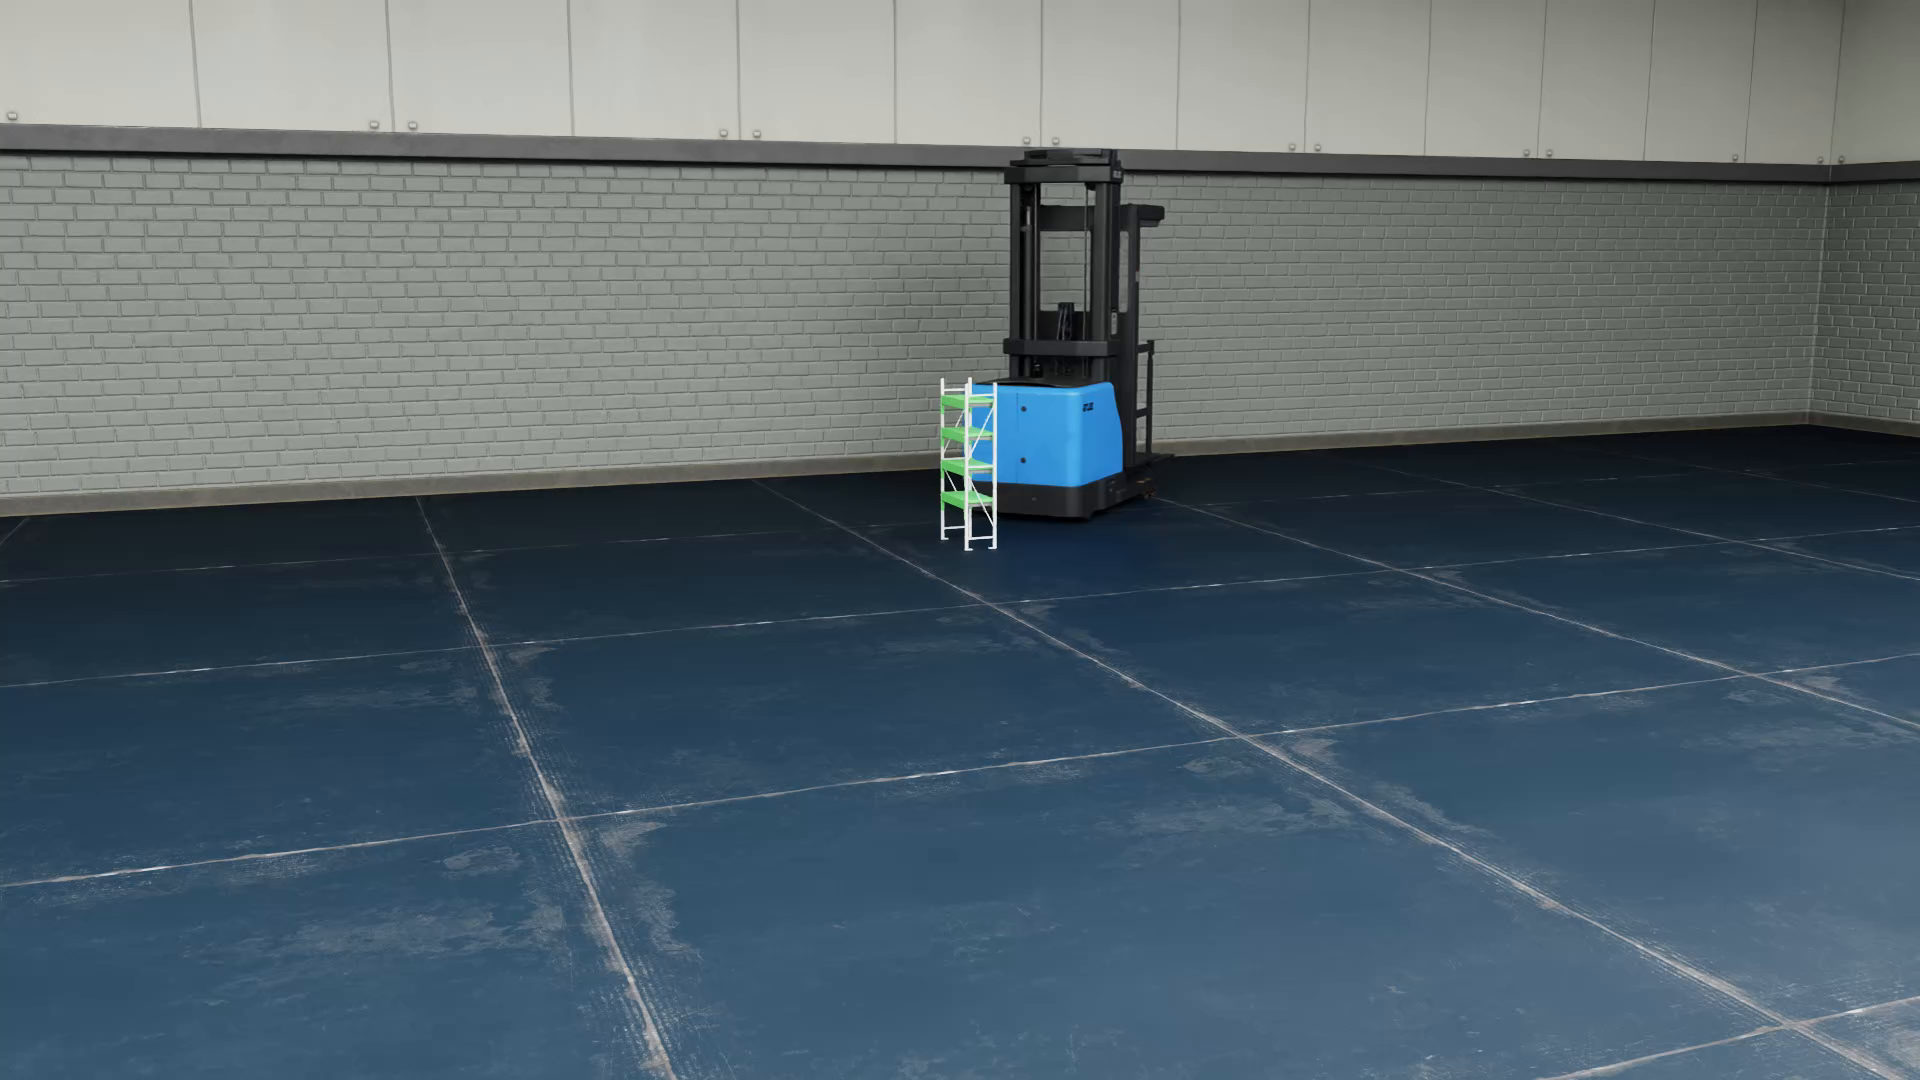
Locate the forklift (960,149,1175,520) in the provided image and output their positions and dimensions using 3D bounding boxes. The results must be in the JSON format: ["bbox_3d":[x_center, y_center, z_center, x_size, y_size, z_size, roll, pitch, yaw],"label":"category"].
[{"bbox_3d":[1.085,-1.821,14.287,1.130,2.935,3.031,5,11,25],"label":"forklift"}]

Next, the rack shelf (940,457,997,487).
[{"bbox_3d":[0.060,-0.501,12.174,0.258,0.148,0.480,-4,11,-21],"label":"rack shelf"}]

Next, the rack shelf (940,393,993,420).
[{"bbox_3d":[0.060,-0.973,12.090,0.258,0.148,0.480,-4,11,-21],"label":"rack shelf"}]

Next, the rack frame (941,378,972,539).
[{"bbox_3d":[-0.028,-0.604,12.387,0.240,1.200,0.015,-4,11,-21],"label":"rack frame"}]

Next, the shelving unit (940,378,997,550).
[{"bbox_3d":[0.060,-0.564,12.163,0.258,1.200,0.503,-4,11,-21],"label":"shelving unit"}]

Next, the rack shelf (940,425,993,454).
[{"bbox_3d":[0.060,-0.737,12.132,0.258,0.148,0.480,-4,11,-21],"label":"rack shelf"}]

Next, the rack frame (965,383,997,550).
[{"bbox_3d":[0.148,-0.524,11.939,0.240,1.200,0.015,-4,11,-21],"label":"rack frame"}]

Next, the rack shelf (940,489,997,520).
[{"bbox_3d":[0.060,-0.265,12.216,0.258,0.148,0.480,-4,11,-21],"label":"rack shelf"}]
